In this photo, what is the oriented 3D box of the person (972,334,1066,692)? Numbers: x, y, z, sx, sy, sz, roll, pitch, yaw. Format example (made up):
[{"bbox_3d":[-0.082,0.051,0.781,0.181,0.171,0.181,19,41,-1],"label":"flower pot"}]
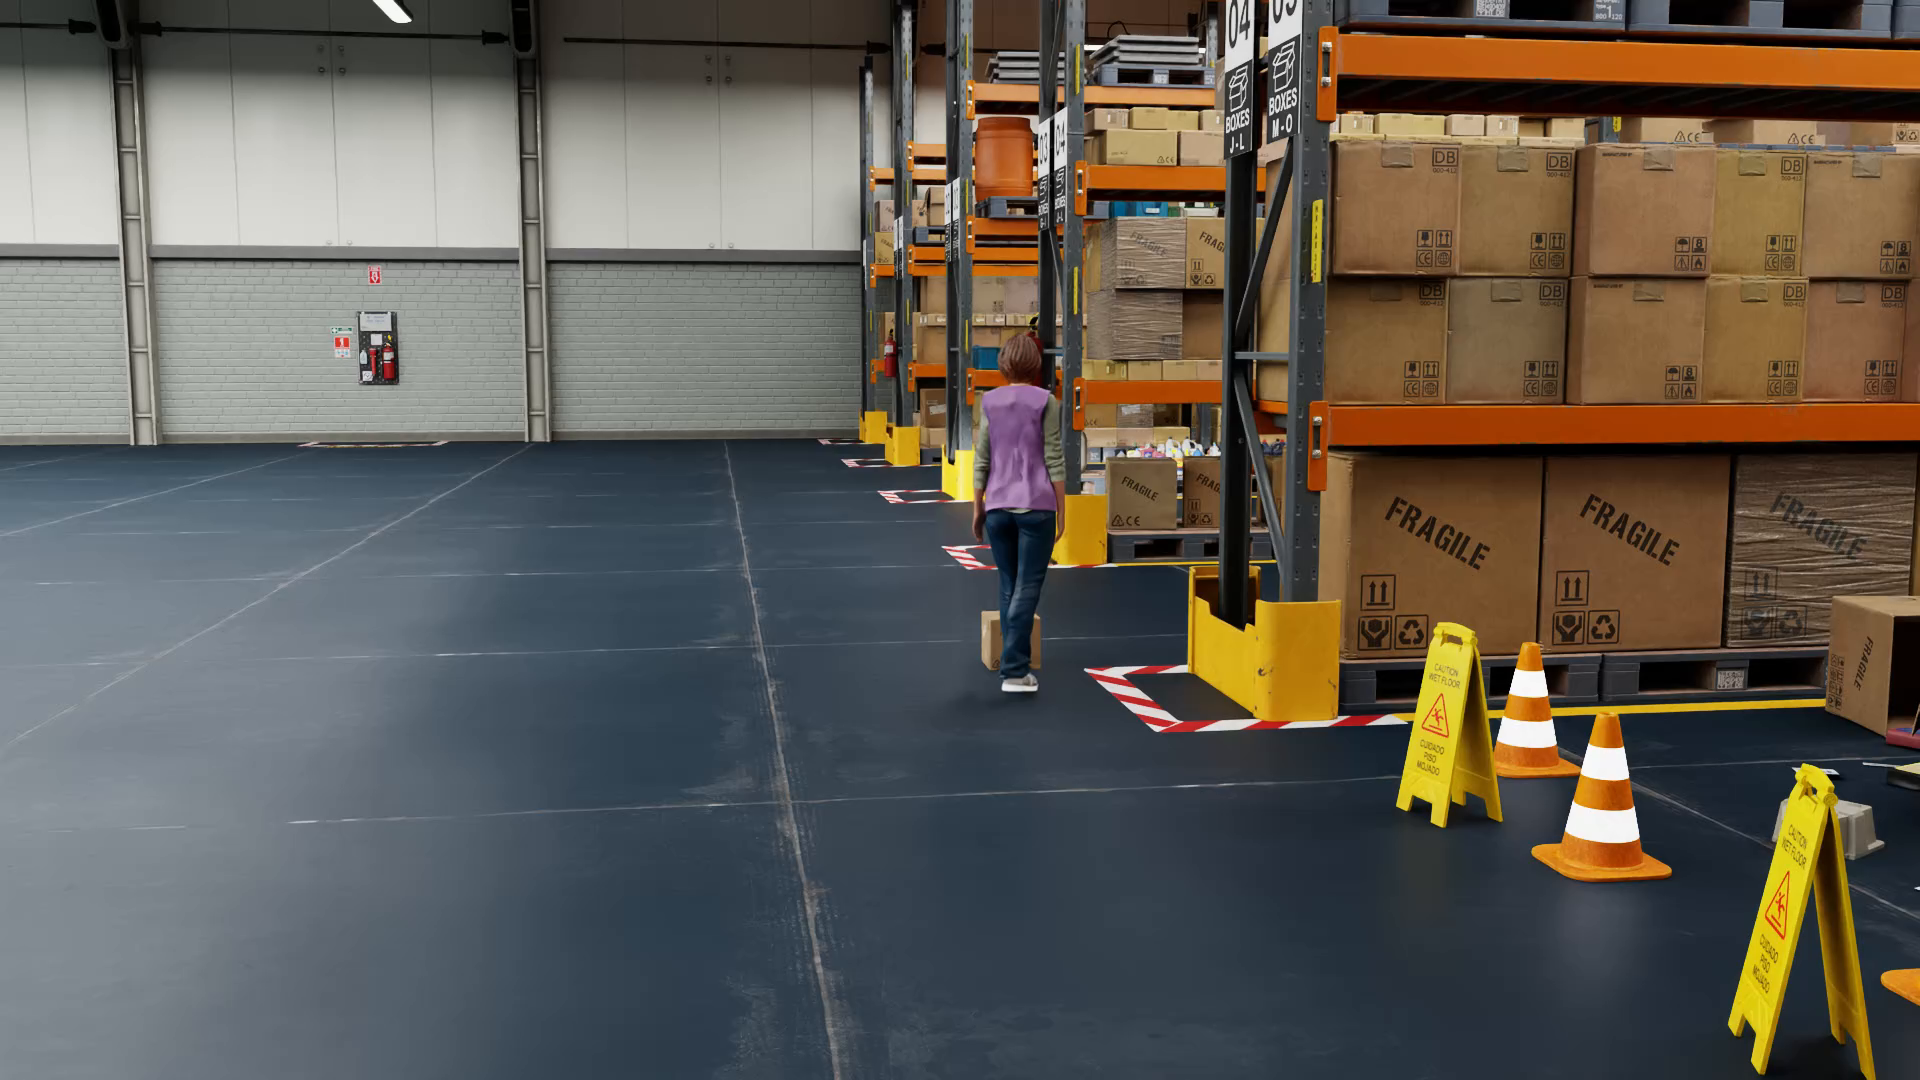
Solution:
[{"bbox_3d":[0.292,-0.124,7.459,0.424,1.589,0.598,3,7,25],"label":"person"}]
